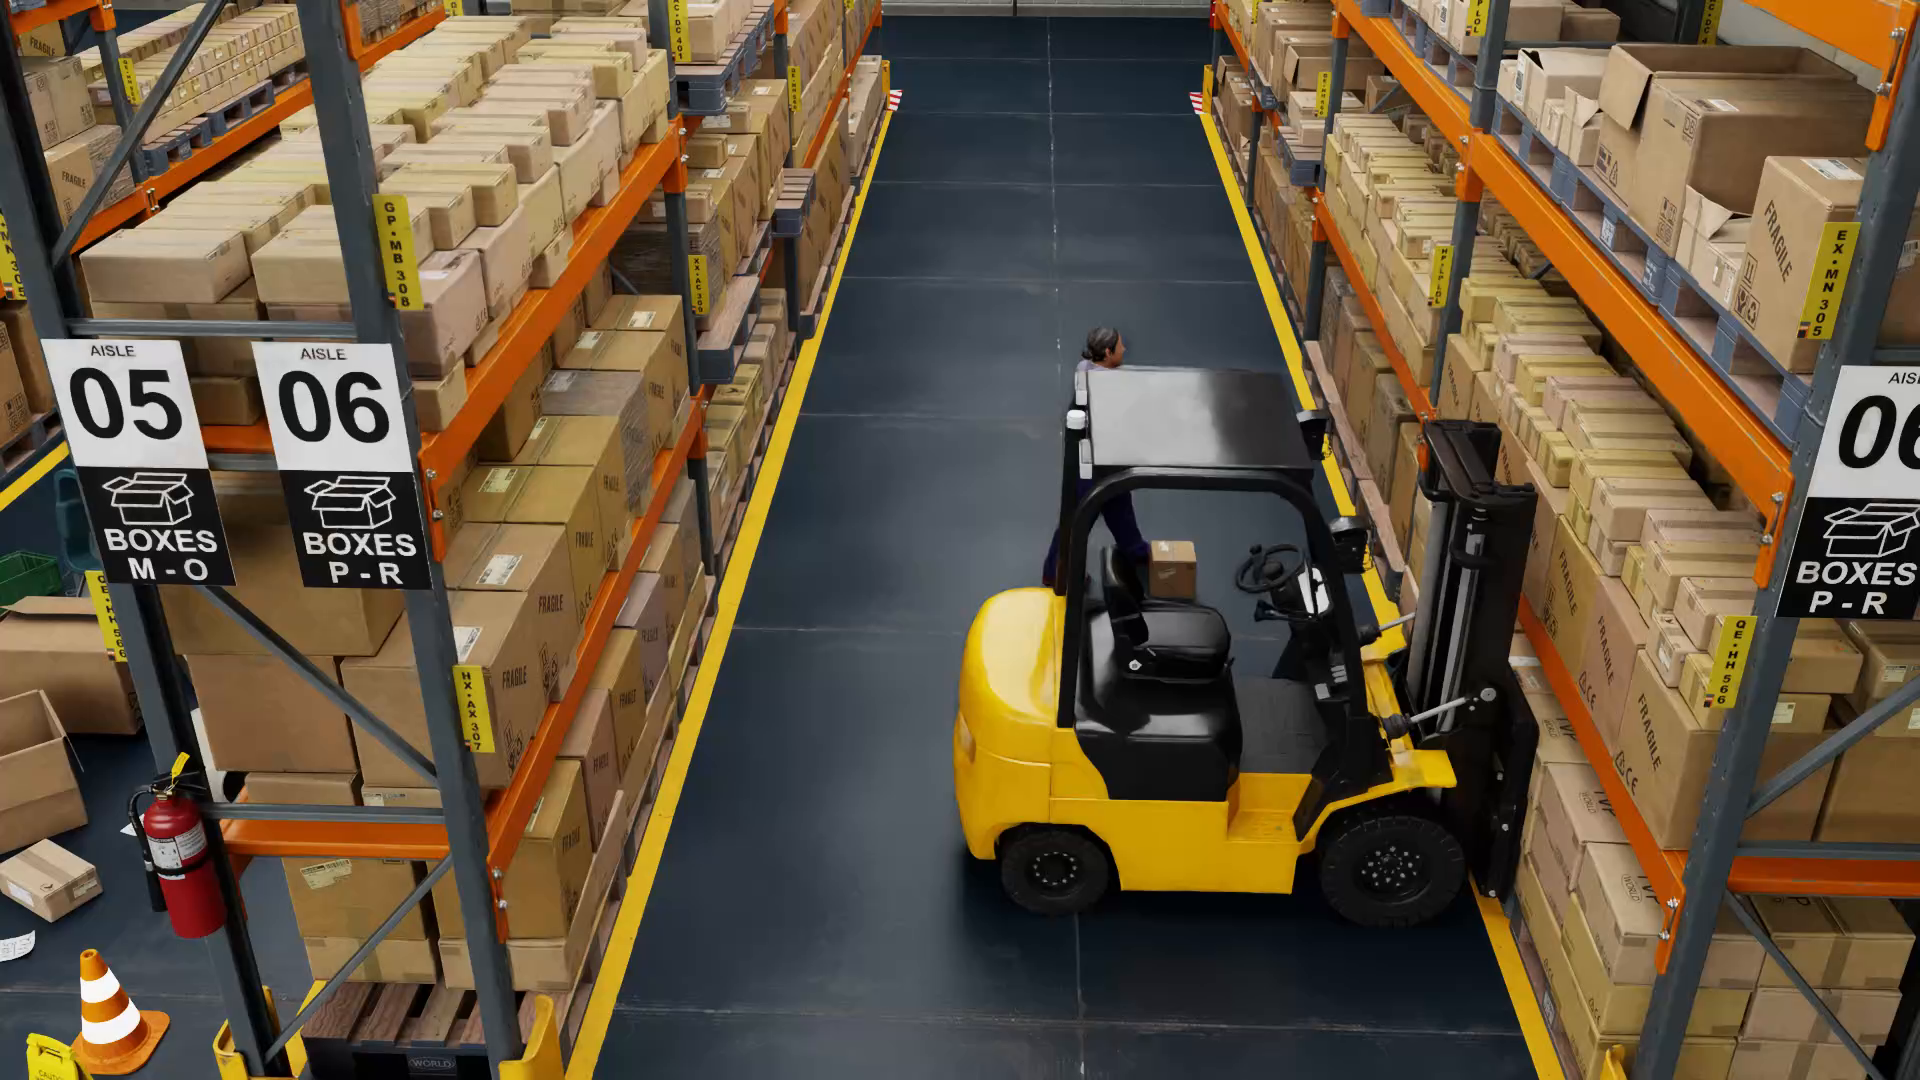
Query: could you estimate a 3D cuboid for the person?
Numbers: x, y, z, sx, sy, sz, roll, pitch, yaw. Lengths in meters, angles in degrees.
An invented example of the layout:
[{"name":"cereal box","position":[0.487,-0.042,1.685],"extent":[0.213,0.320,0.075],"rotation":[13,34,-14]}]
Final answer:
[{"name":"person","position":[0.886,-0.462,9.476],"extent":[0.815,1.621,0.504],"rotation":[-2,28,-4]}]
